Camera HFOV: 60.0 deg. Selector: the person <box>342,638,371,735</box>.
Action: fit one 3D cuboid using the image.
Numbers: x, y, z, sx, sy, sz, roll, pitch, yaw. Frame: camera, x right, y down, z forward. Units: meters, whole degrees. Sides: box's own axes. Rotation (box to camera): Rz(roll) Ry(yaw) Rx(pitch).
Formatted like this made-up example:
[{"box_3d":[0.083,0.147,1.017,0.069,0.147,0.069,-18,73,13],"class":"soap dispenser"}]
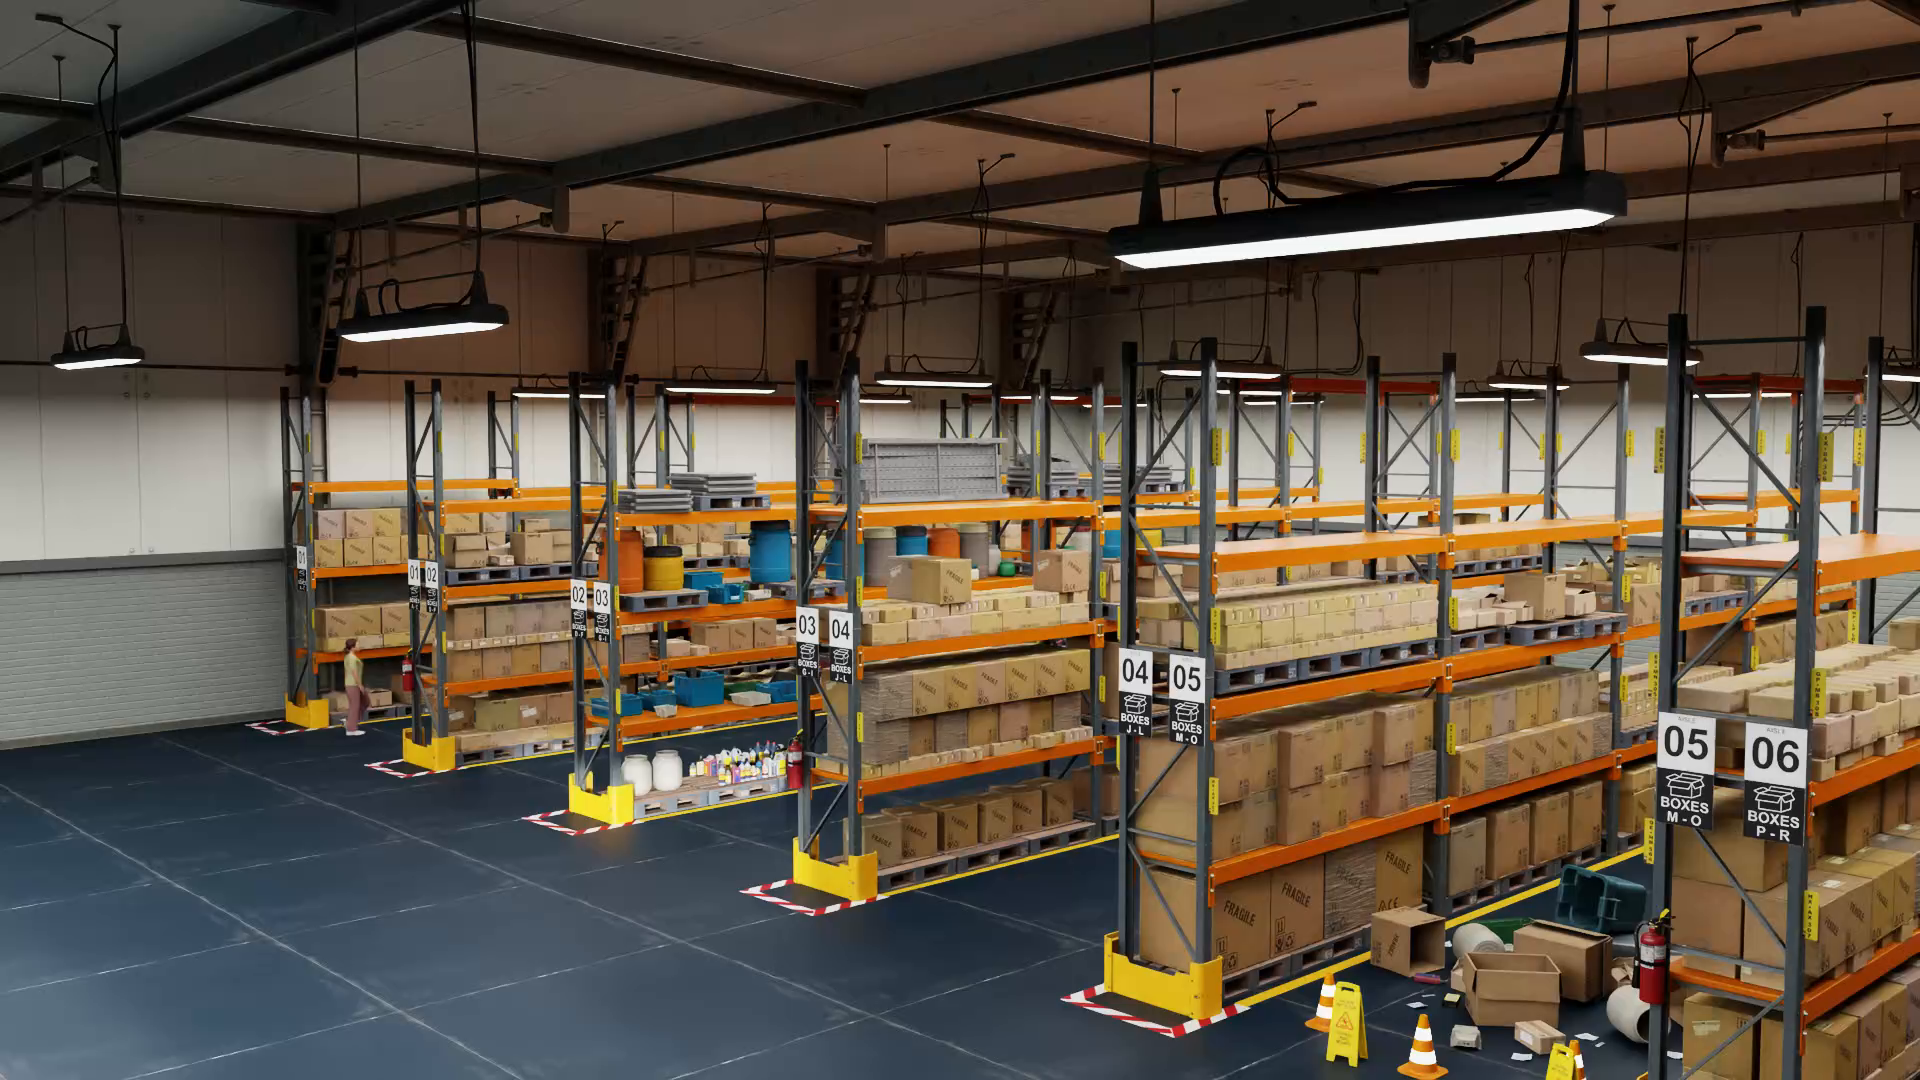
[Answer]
[{"box_3d":[-10.338,2.501,28.386,0.469,1.660,0.462,-1,4,-9],"class":"person"}]
